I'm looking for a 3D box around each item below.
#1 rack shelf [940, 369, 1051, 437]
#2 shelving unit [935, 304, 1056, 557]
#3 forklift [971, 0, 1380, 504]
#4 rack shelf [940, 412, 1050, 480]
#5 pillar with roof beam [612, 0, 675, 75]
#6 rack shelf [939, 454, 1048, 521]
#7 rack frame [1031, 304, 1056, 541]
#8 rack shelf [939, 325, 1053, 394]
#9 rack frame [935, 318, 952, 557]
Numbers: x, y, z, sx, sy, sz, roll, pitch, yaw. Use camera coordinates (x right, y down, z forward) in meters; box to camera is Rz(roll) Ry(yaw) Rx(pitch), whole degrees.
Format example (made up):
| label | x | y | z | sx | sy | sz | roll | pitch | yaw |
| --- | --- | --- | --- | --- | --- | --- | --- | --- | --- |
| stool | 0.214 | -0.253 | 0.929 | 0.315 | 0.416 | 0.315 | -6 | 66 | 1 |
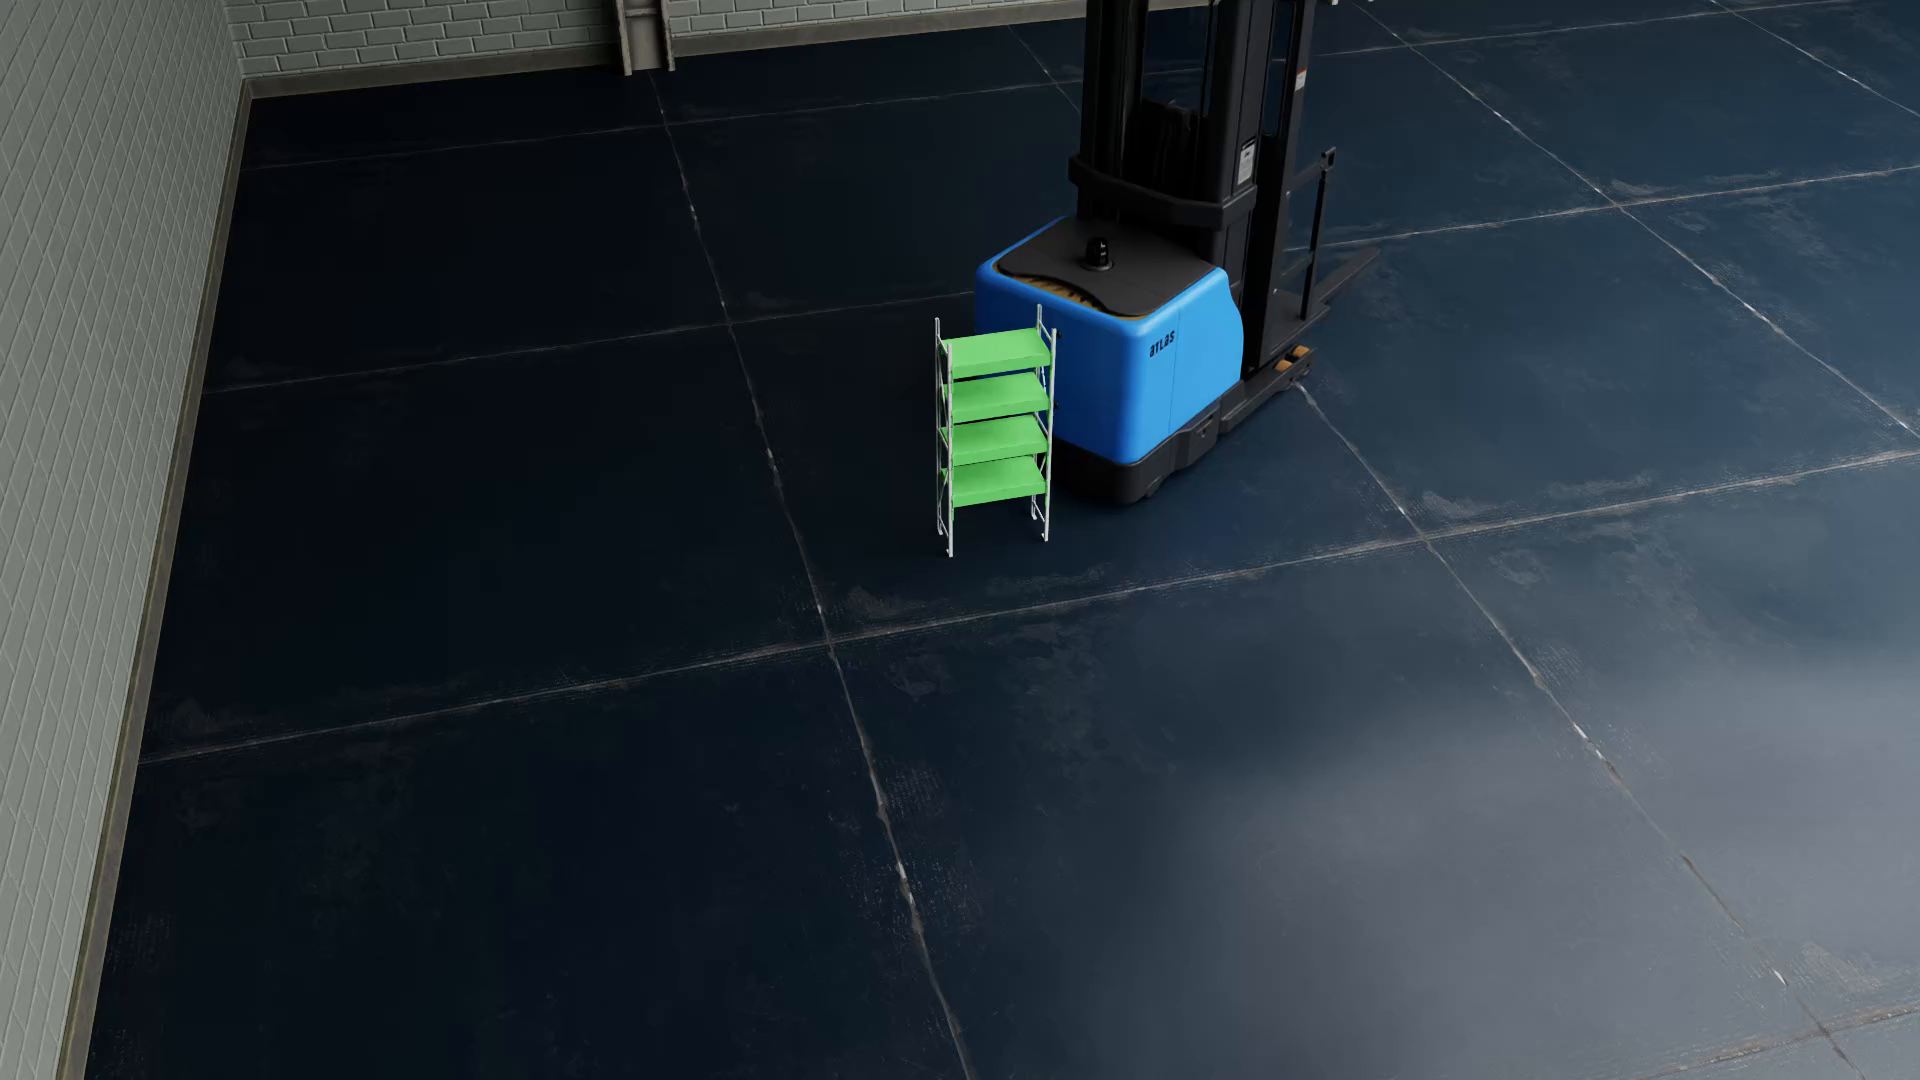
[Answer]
| label | x | y | z | sx | sy | sz | roll | pitch | yaw |
| --- | --- | --- | --- | --- | --- | --- | --- | --- | --- |
| rack shelf | 0.160 | -0.643 | 7.792 | 0.480 | 0.148 | 0.258 | -9 | 38 | -12 |
| shelving unit | 0.160 | -0.503 | 7.899 | 0.503 | 1.200 | 0.258 | -9 | 38 | -12 |
| forklift | 1.370 | -2.175 | 8.661 | 1.130 | 2.935 | 3.031 | 26 | 44 | 30 |
| rack shelf | 0.160 | -0.452 | 7.938 | 0.480 | 0.148 | 0.258 | -9 | 38 | -12 |
| pillar with roof beam | -1.343 | -4.792 | 7.087 | 0.400 | 9.000 | 9.100 | -9 | 38 | -12 |
| rack shelf | 0.160 | -0.261 | 8.084 | 0.480 | 0.148 | 0.258 | -9 | 38 | -12 |
| rack frame | 0.395 | -0.541 | 7.950 | 0.015 | 1.200 | 0.240 | -9 | 38 | -12 |
| rack shelf | 0.160 | -0.833 | 7.646 | 0.480 | 0.148 | 0.258 | -9 | 38 | -12 |
| rack frame | -0.076 | -0.464 | 7.849 | 0.015 | 1.200 | 0.240 | -9 | 38 | -12 |
